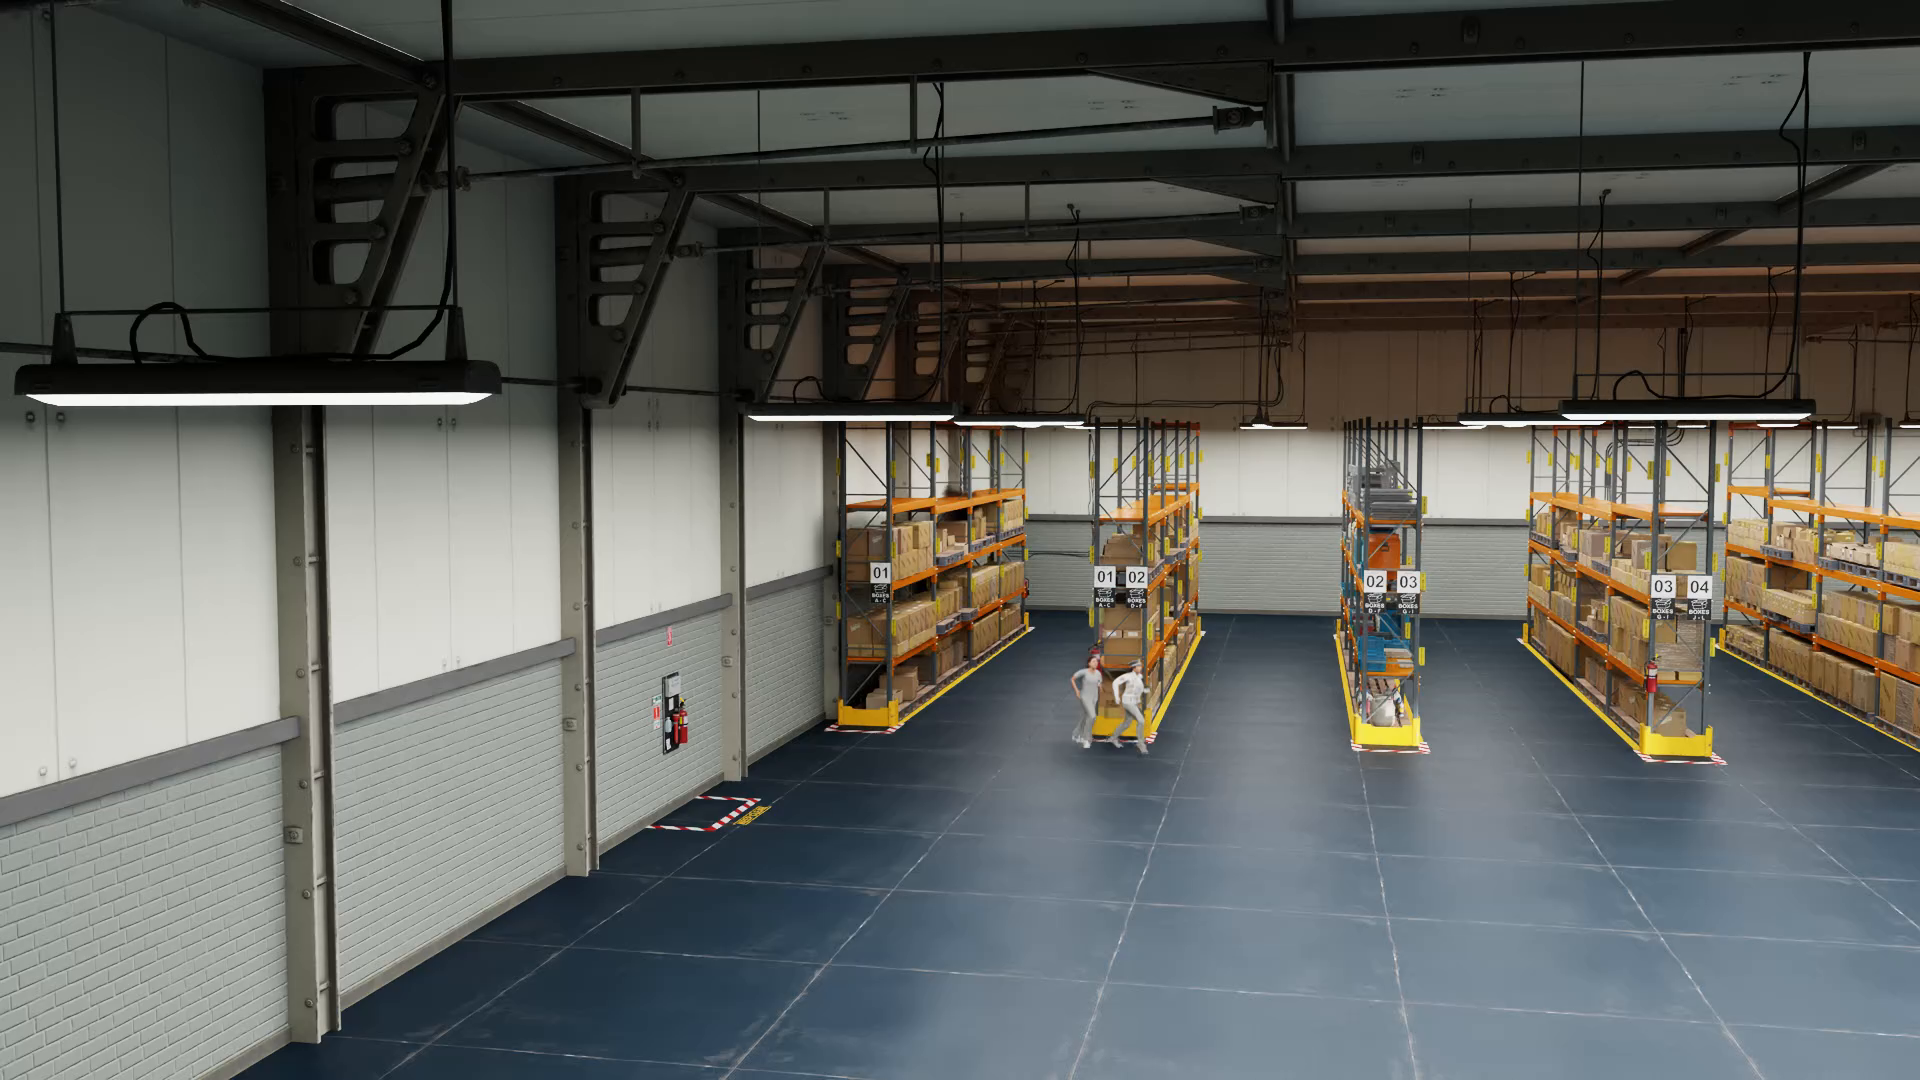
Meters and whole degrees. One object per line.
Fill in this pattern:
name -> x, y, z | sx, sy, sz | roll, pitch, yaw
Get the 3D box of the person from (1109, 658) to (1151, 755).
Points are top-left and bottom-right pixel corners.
person -> 3.023, 2.960, 29.730 | 0.834, 1.731, 0.636 | 3, 5, 37

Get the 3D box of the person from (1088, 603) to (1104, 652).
person -> 3.548, 2.160, 42.432 | 0.593, 1.639, 0.901 | 1, 4, 11

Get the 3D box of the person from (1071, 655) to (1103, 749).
person -> 2.343, 2.941, 30.367 | 0.551, 1.688, 0.727 | -3, 5, -35
